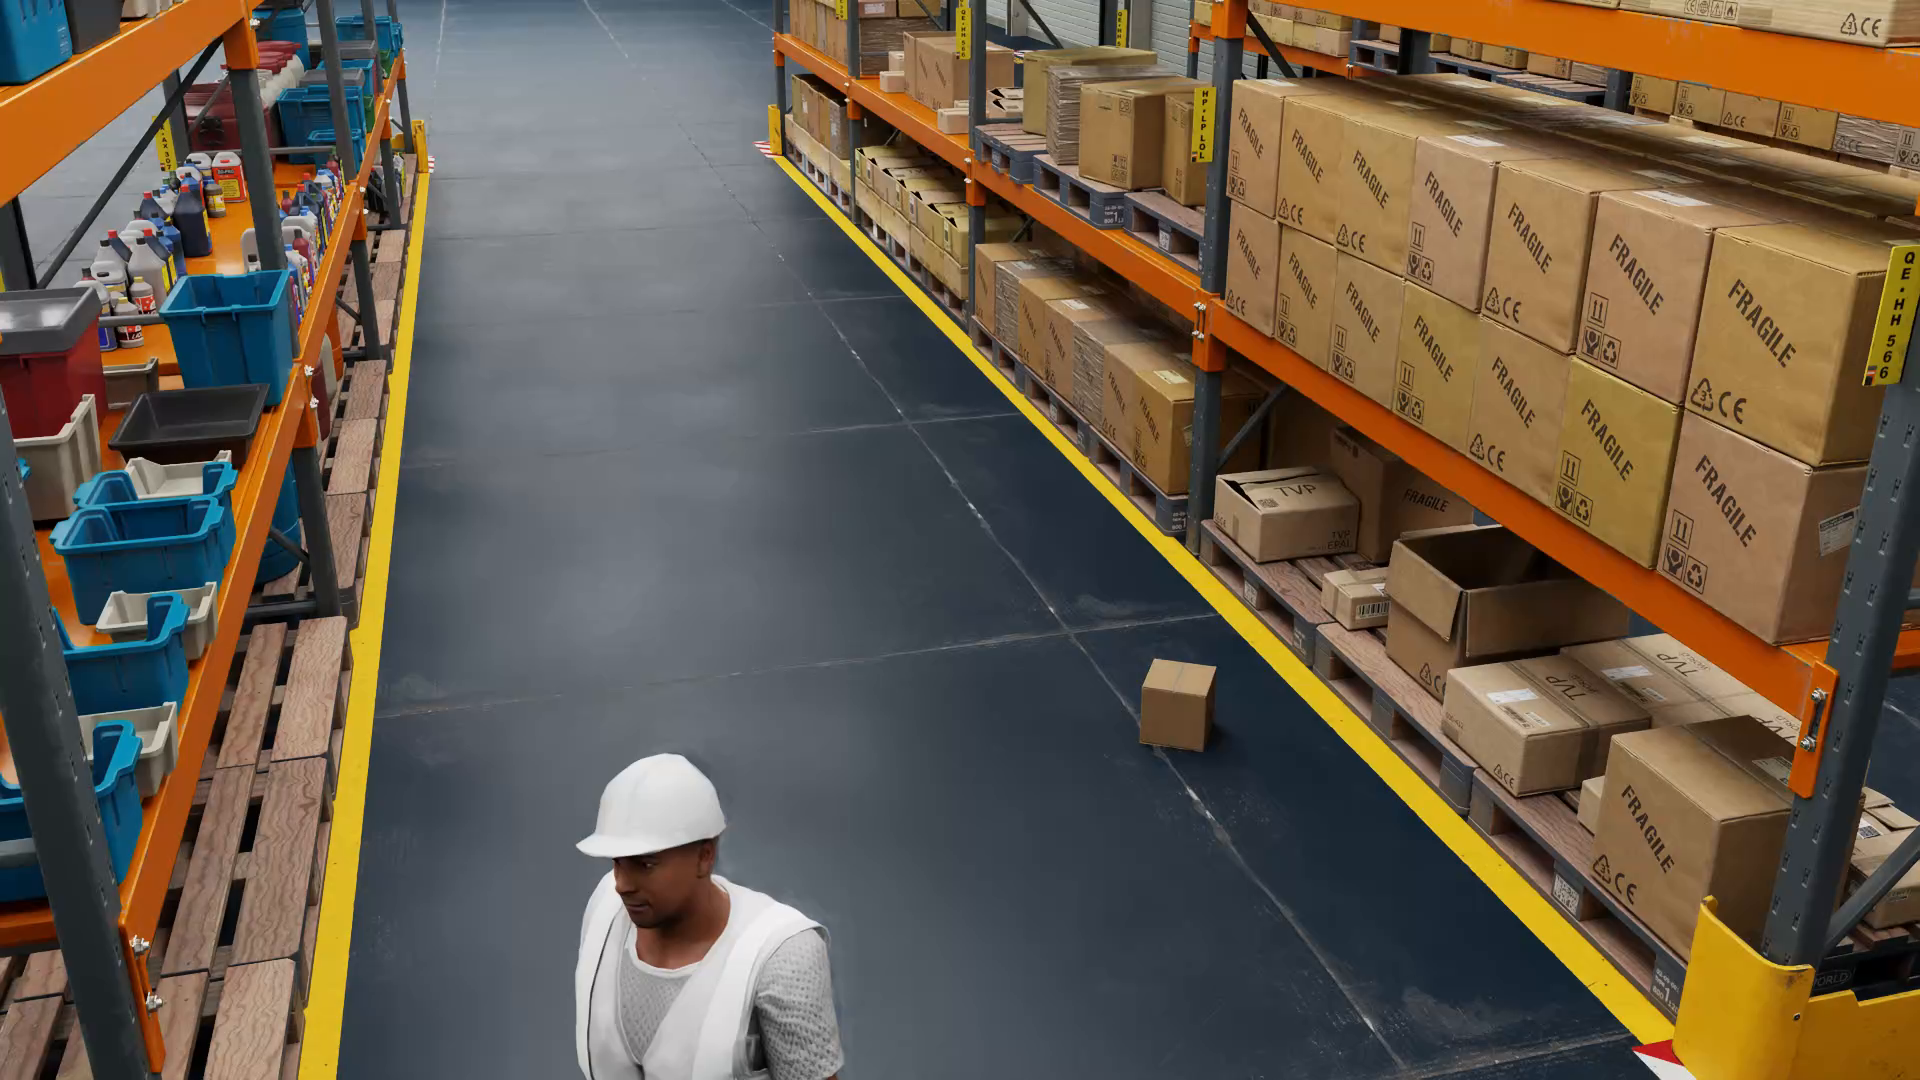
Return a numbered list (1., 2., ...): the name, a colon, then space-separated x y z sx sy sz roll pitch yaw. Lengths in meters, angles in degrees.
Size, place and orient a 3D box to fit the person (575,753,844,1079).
1. person: -0.509 1.236 3.081 0.620 1.752 0.922 8 24 19
